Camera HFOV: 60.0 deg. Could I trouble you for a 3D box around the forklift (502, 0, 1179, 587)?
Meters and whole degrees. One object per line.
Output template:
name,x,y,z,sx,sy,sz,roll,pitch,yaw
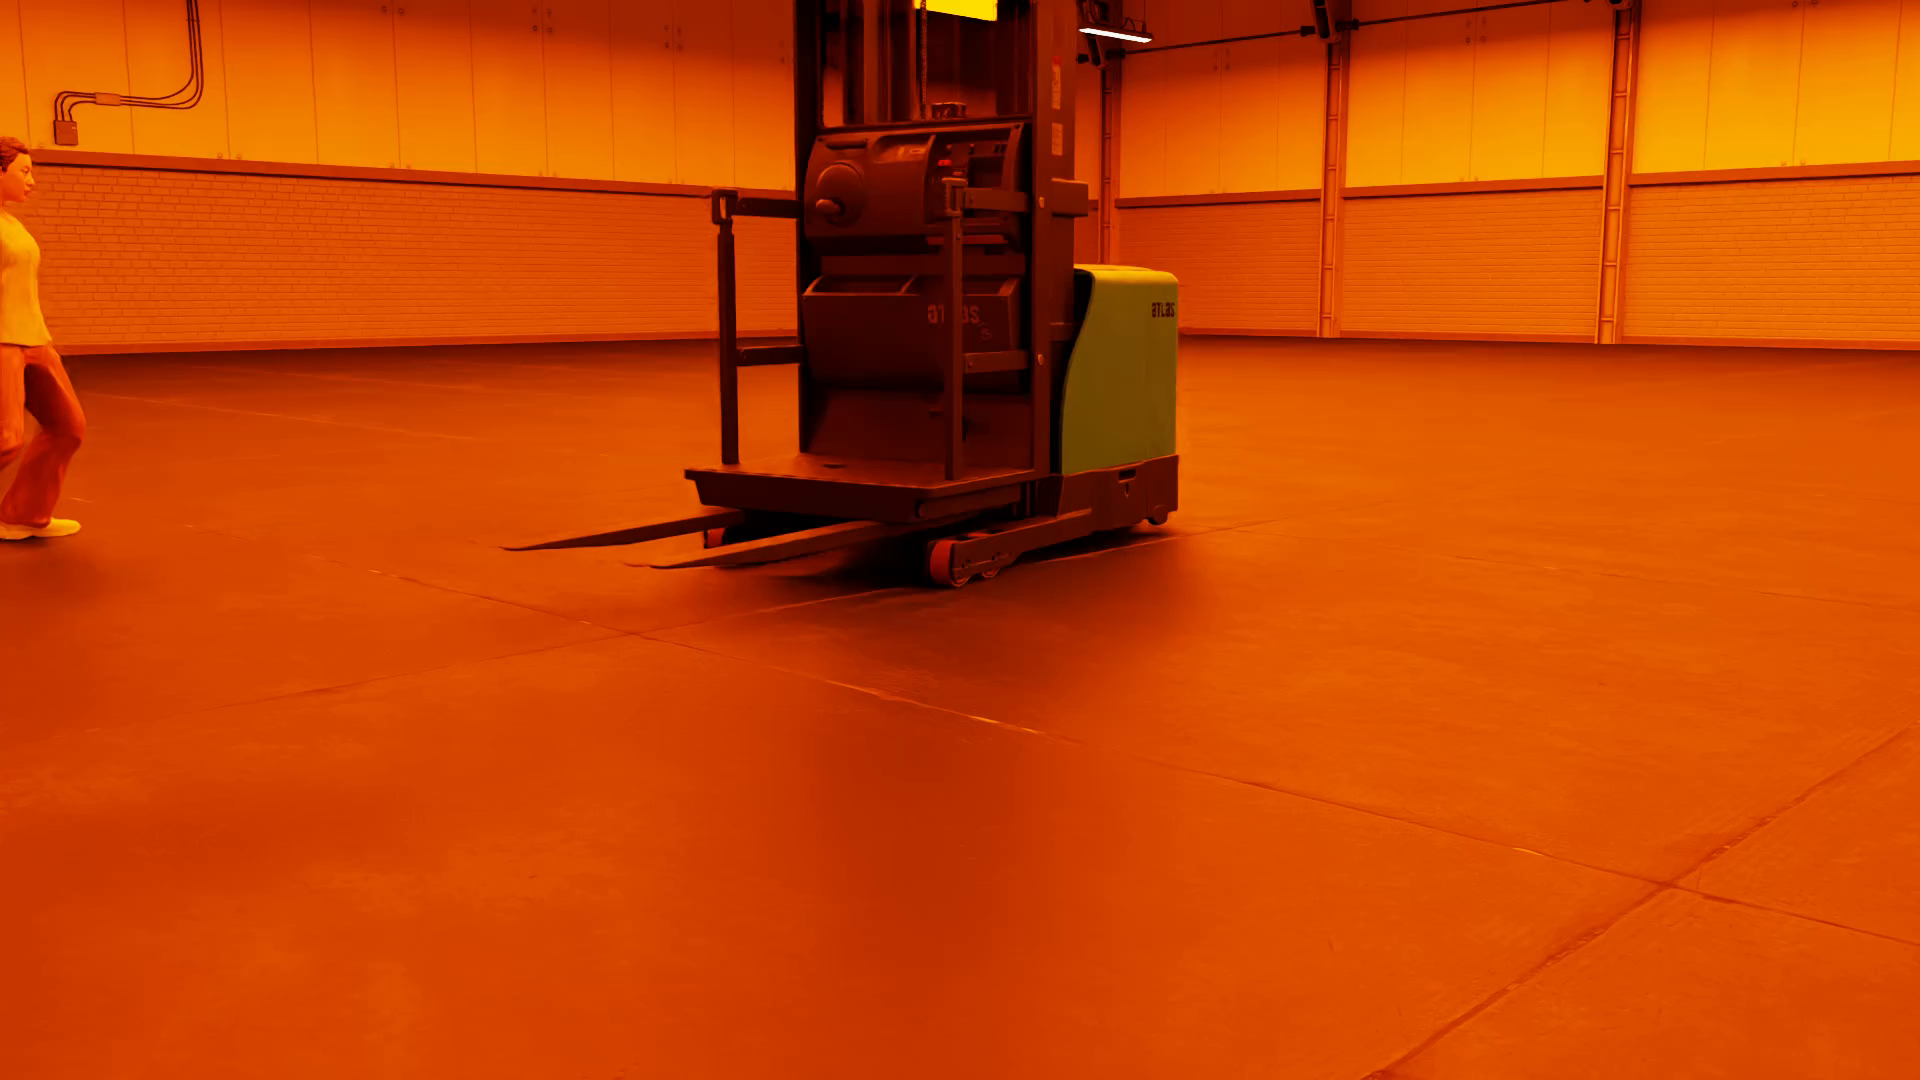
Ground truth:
forklift,-0.294,-1.368,5.957,1.130,2.935,3.031,6,10,33

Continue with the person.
person,-3.787,-0.757,6.413,0.477,1.598,0.813,1,9,5
